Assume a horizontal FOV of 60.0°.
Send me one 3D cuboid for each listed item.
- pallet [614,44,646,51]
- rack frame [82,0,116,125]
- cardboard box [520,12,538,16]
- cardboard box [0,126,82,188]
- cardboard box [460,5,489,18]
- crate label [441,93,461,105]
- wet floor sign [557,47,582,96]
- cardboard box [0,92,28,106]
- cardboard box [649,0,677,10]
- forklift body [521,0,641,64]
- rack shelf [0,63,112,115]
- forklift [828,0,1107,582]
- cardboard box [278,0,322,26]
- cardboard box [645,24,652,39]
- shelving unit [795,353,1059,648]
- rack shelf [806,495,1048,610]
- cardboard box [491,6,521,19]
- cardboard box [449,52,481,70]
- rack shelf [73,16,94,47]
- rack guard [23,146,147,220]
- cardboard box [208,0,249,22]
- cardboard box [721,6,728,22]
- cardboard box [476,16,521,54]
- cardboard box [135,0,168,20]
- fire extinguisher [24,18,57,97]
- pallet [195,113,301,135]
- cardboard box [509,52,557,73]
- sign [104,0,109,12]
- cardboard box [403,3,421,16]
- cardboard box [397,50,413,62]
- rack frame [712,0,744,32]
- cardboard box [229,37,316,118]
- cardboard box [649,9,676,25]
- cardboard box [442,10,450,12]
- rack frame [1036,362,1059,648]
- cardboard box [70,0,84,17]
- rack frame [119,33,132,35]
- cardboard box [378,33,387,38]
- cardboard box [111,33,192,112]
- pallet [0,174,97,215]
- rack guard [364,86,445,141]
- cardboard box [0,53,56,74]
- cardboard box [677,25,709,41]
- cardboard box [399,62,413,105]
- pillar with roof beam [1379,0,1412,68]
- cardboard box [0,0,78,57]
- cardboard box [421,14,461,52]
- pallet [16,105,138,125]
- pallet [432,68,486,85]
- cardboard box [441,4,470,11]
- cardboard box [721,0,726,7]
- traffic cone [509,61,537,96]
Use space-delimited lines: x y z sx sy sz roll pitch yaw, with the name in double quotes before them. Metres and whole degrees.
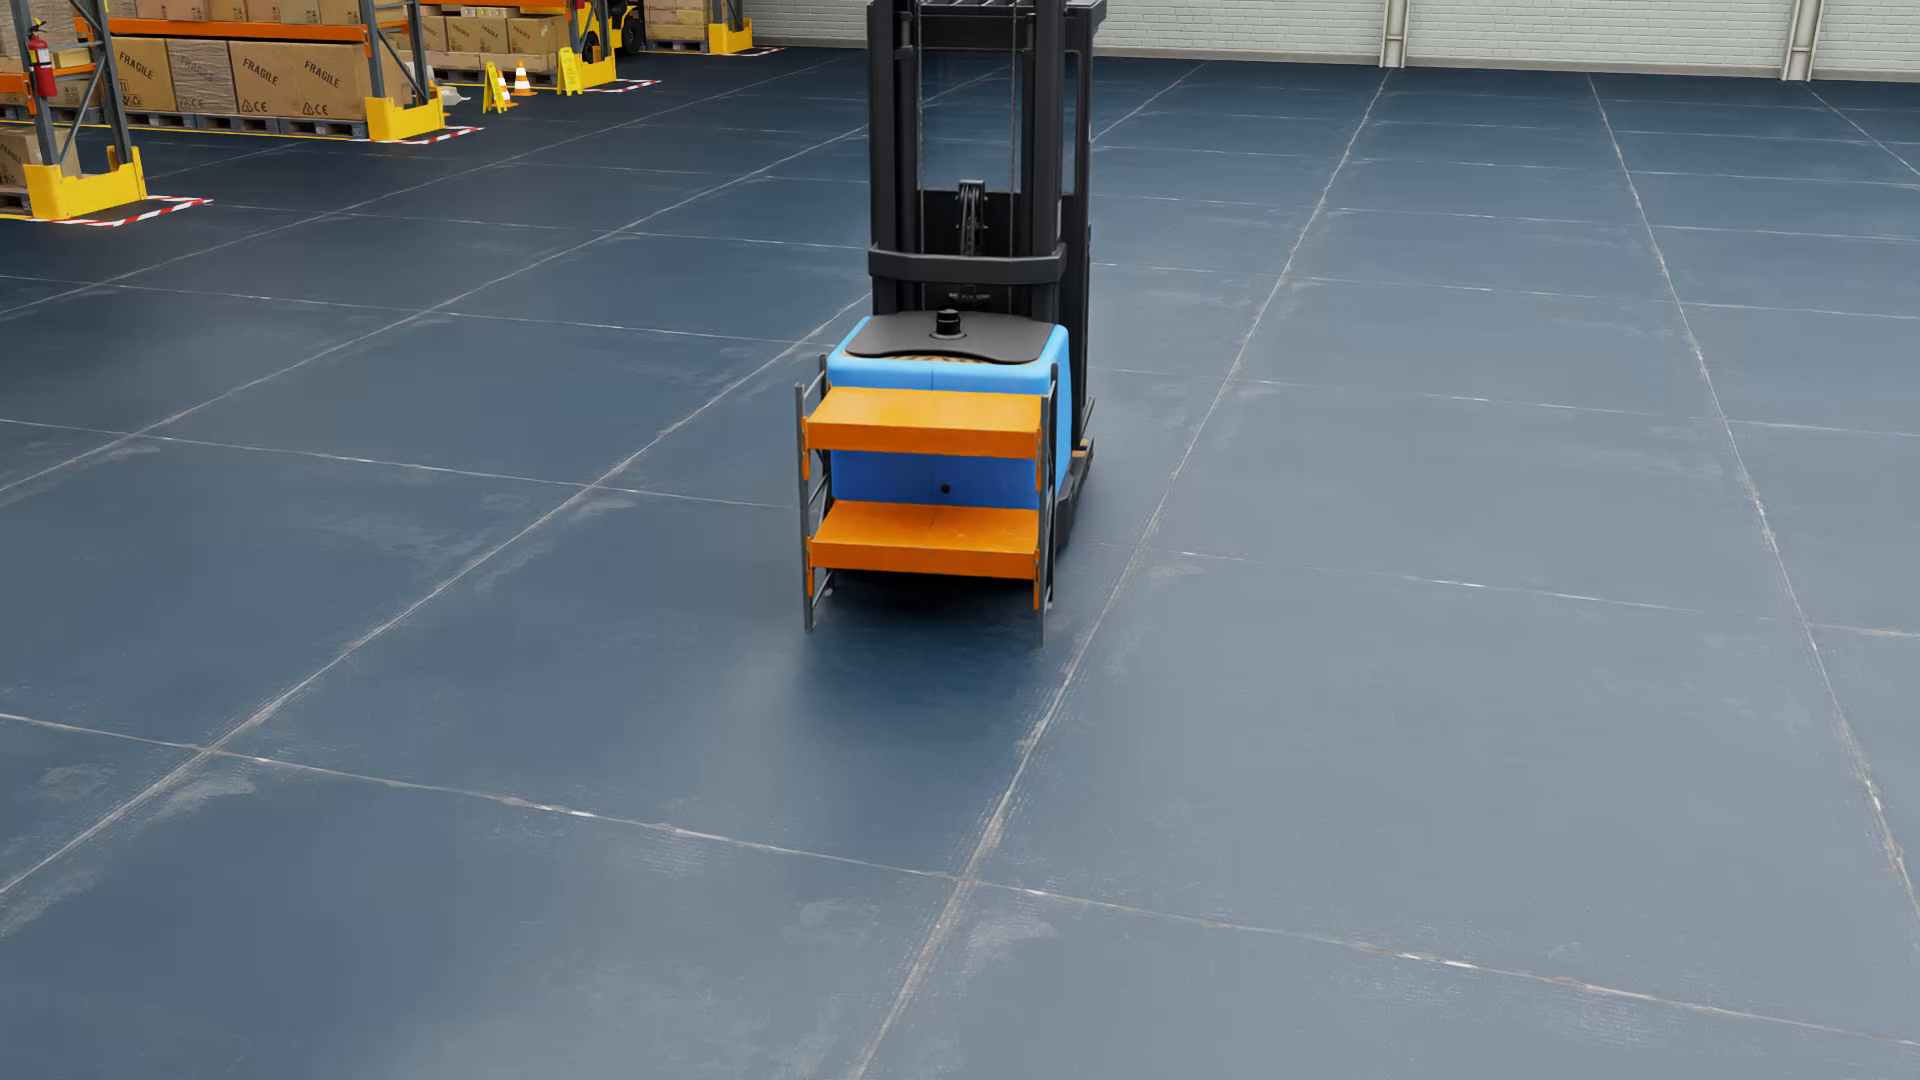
"pallet" -5.959 -8.919 29.736 1.213 0.211 1.003 7 23 15
"rack frame" -10.643 -6.831 20.971 0.127 3.000 1.000 7 23 16
"cardboard box" -6.698 -7.719 25.216 0.500 0.500 0.500 6 23 14
"cardboard box" -8.936 -3.714 16.113 0.500 0.500 0.500 11 25 25
"cardboard box" -7.185 -7.839 24.654 0.250 0.149 0.380 8 23 18
"crate label" -7.030 -6.079 22.911 0.298 0.136 0.250 -5 23 -12
"wet floor sign" -5.608 -6.704 23.762 0.232 0.644 0.267 16 27 34
"cardboard box" -12.186 -6.127 21.666 0.750 0.750 1.050 7 23 15
"cardboard box" -5.072 -9.382 28.942 0.500 0.250 0.500 7 23 16
"forklift body" -6.393 -9.159 27.763 1.214 2.155 2.313 7 23 16
"rack shelf" -10.258 -4.488 16.207 4.000 0.370 1.077 7 23 16
"forklift" 0.138 -1.693 8.534 1.130 2.935 3.031 4 23 9
"cardboard box" -7.715 -6.539 20.061 0.550 0.550 0.875 7 23 16
"cardboard box" -5.541 -8.981 29.282 0.500 0.250 0.500 7 23 16
"shelving unit" -0.127 -0.179 7.224 1.048 1.125 0.538 3 23 7
"rack shelf" -0.127 0.047 7.316 1.000 0.278 0.538 3 23 7
"cardboard box" -6.694 -7.781 24.512 0.250 0.149 0.380 7 23 17
"cardboard box" -7.328 -7.230 25.014 0.500 0.250 0.500 6 23 14
"rack shelf" -12.558 -6.718 21.642 4.000 0.370 1.077 7 23 16
"rack guard" -8.416 -3.454 16.031 0.348 0.500 1.175 7 23 16
"cardboard box" -8.734 -6.689 20.427 0.500 0.550 0.875 7 23 16
"cardboard box" -4.440 -9.287 29.368 0.500 0.250 0.500 7 23 16
"cardboard box" -6.823 -7.521 24.733 0.500 0.500 0.500 7 23 17
"cardboard box" -9.753 -6.813 20.728 0.550 0.550 0.875 7 23 16
"fire extinguisher" -8.367 -4.386 15.112 0.183 0.674 0.296 7 23 16
"pallet" -8.766 -5.296 20.904 1.213 0.211 1.003 7 23 15
"cardboard box" -6.355 -7.118 24.740 0.500 0.250 0.500 6 23 15
"sign" -8.186 -5.199 15.852 0.005 0.325 0.100 7 23 16
"cardboard box" -8.228 -7.956 24.941 0.250 0.149 0.380 7 23 18
"cardboard box" -8.309 -7.346 25.296 0.500 0.250 0.500 8 24 19
"rack frame" -4.050 -10.006 28.712 0.127 3.000 1.000 7 23 16
"cardboard box" -8.325 -5.750 20.582 0.875 0.875 0.875 6 23 15
"cardboard box" -5.084 -9.158 29.056 0.500 0.250 0.500 6 23 15
"cardboard box" -8.179 -7.888 25.628 0.500 0.500 0.500 7 23 16
"rack frame" 0.376 -0.152 7.158 0.032 1.125 0.500 3 23 7
"cardboard box" -11.220 -6.838 20.855 0.500 0.500 0.500 6 23 15
"rack frame" -13.139 -9.079 26.452 0.127 3.000 1.000 7 23 16
"cardboard box" -8.823 -7.747 25.286 0.500 0.500 0.500 8 24 18
"cardboard box" -10.061 -5.948 21.065 0.875 0.875 0.875 7 23 16
"pallet" -9.183 -3.422 16.334 1.213 0.211 1.003 7 23 16
"rack guard" -6.791 -5.234 20.370 0.348 0.500 1.175 7 23 16
"cardboard box" -8.676 -4.442 15.477 0.250 0.149 0.380 7 23 16
"cardboard box" -4.591 -8.865 28.999 0.500 0.250 0.500 7 23 16
"cardboard box" -7.893 -6.320 23.015 0.637 0.503 0.797 -9 24 -21
"pillar with roof beam" 5.788 -10.306 21.537 0.400 9.000 9.100 7 23 16
"cardboard box" -8.862 -4.856 15.632 0.500 0.500 0.875 7 23 16
"cardboard box" -7.811 -7.635 25.013 0.500 0.500 0.500 8 24 18
"pallet" -11.404 -5.598 21.640 1.213 0.211 1.003 7 23 16
"pallet" -7.485 -7.157 25.440 1.213 0.211 1.003 7 23 16
"cardboard box" -9.123 -9.681 30.495 0.625 0.625 0.875 6 23 15
"cardboard box" -4.456 -9.512 29.260 0.500 0.250 0.500 6 23 15
"traffic cone" -6.265 -6.607 23.768 0.334 0.463 0.336 7 23 16
